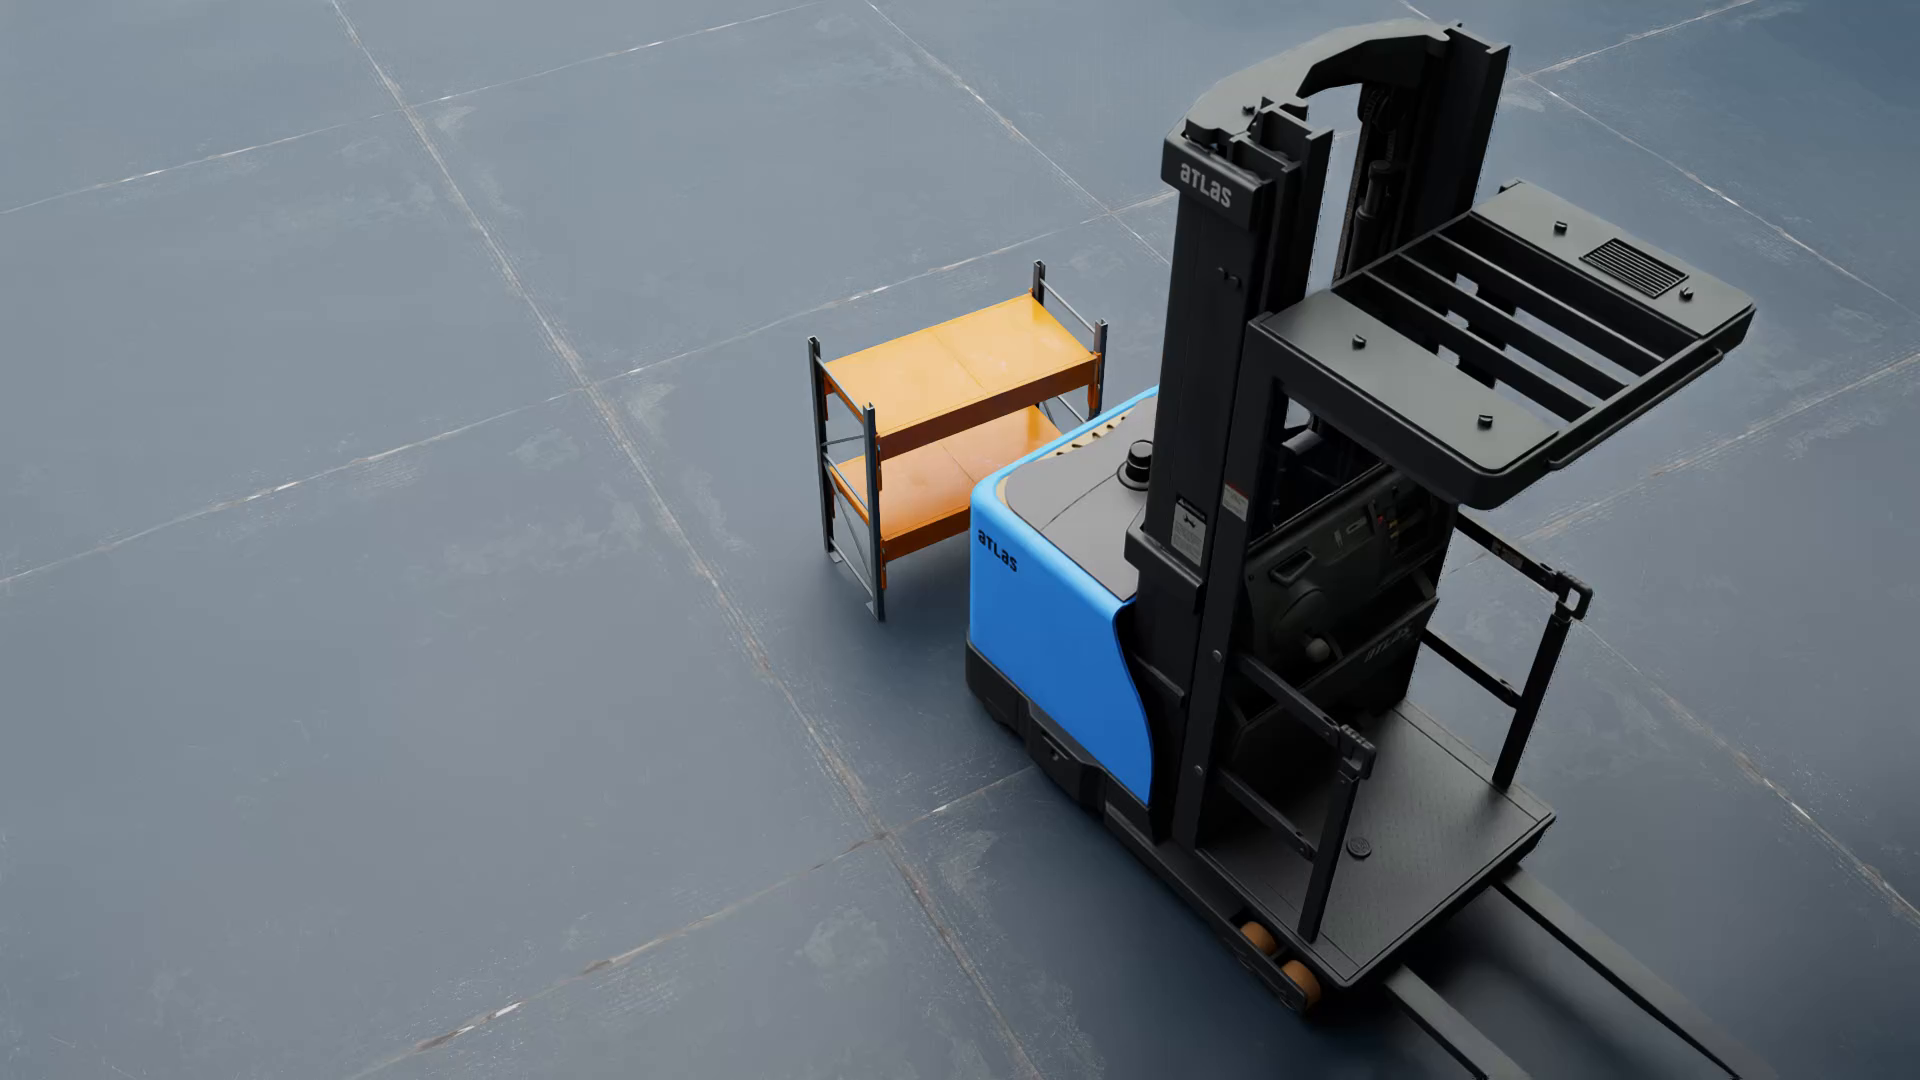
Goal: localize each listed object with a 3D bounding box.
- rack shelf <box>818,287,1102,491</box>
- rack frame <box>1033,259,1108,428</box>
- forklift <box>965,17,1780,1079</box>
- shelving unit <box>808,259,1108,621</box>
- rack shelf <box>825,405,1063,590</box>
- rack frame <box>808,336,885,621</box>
[{"bbox_3d":[-0.006,-0.611,6.581,1.000,0.278,0.538,-22,48,-21],"label":"rack shelf"},{"bbox_3d":[0.435,-0.578,6.967,0.032,1.125,0.500,-22,48,-21],"label":"rack frame"},{"bbox_3d":[1.335,0.120,4.952,1.130,2.935,3.031,-29,51,-27],"label":"forklift"},{"bbox_3d":[-0.006,-0.401,6.785,1.048,1.125,0.538,-22,48,-21],"label":"shelving unit"},{"bbox_3d":[-0.006,-0.226,6.956,1.000,0.278,0.538,-22,48,-21],"label":"rack shelf"},{"bbox_3d":[-0.447,-0.225,6.603,0.032,1.125,0.500,-22,48,-21],"label":"rack frame"}]
